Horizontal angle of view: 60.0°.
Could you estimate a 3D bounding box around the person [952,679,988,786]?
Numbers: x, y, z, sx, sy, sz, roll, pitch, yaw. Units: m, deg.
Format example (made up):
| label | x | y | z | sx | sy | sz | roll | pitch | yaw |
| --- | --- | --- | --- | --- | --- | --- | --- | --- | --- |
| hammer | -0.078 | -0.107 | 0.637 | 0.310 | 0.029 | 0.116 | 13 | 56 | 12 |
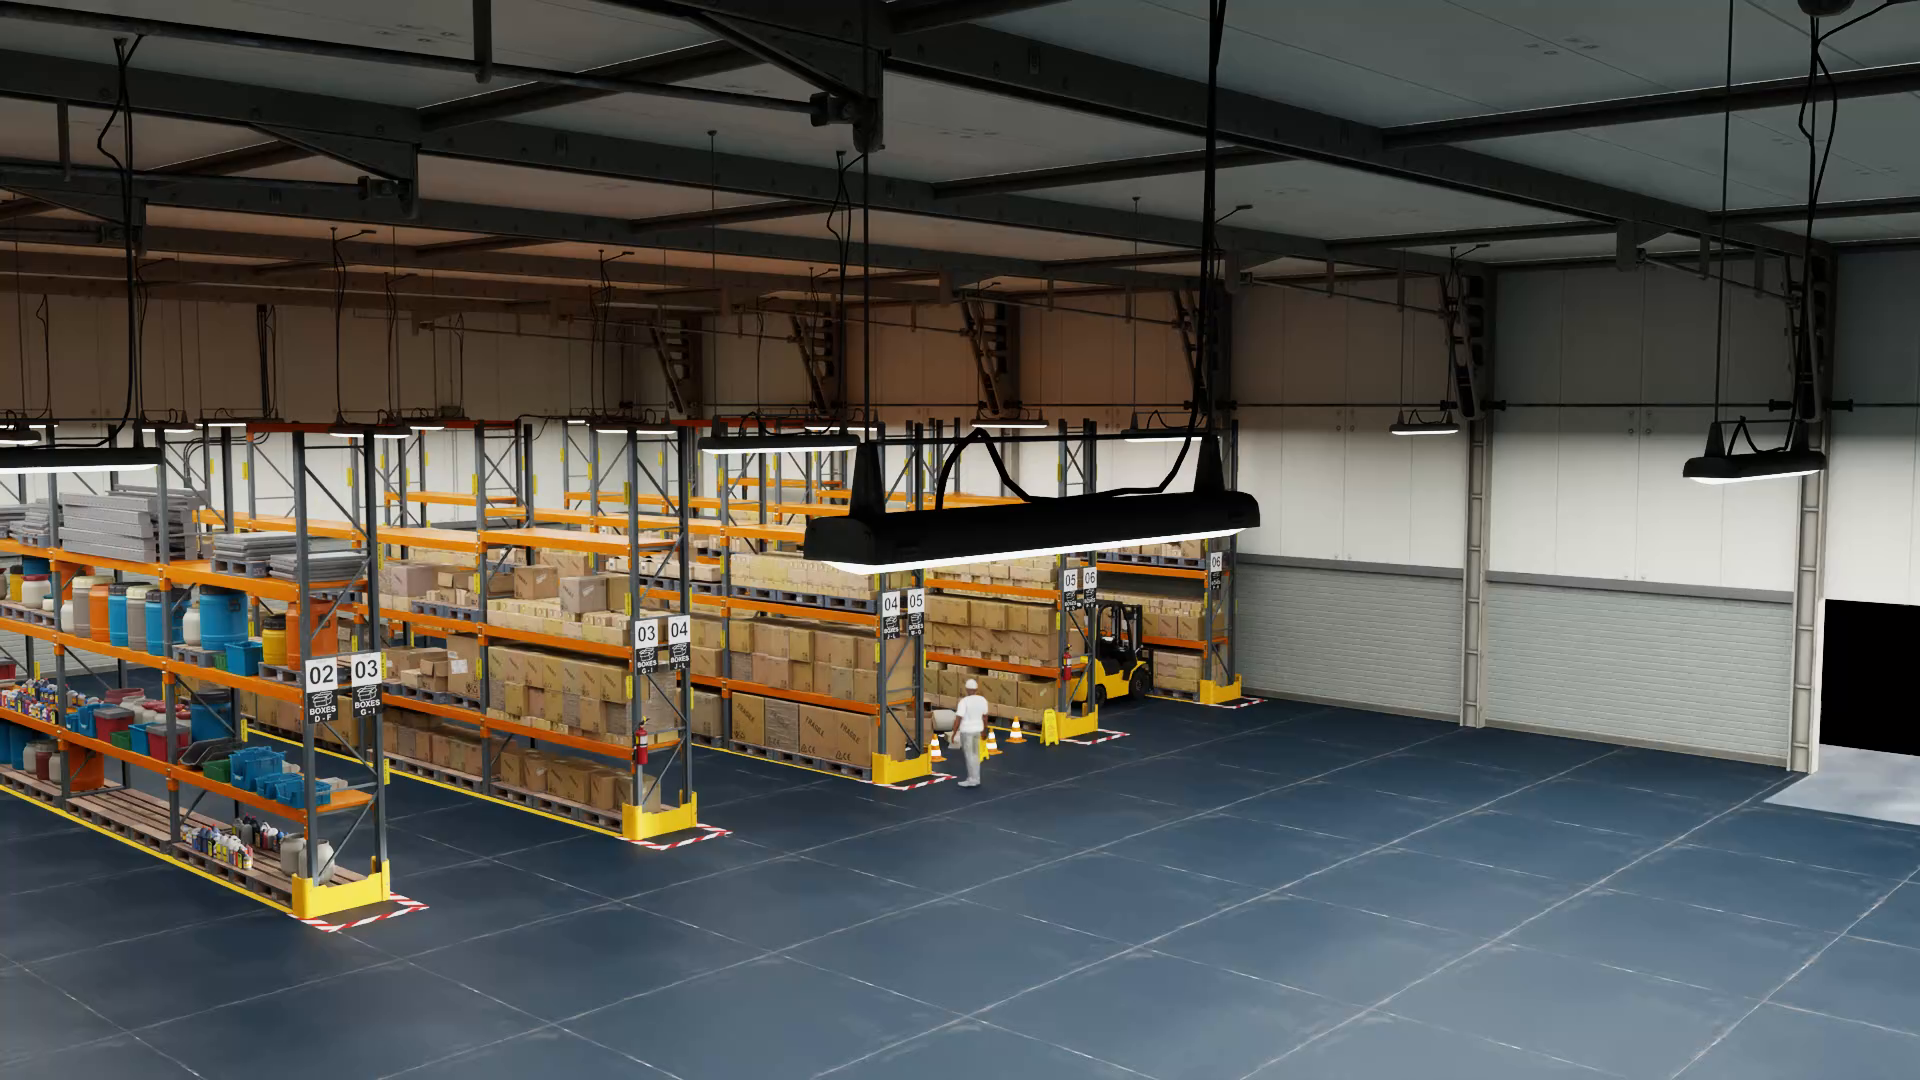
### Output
| label | x | y | z | sx | sy | sz | roll | pitch | yaw |
| --- | --- | --- | --- | --- | --- | --- | --- | --- | --- |
| person | 0.174 | 3.202 | 27.583 | 0.685 | 1.796 | 0.385 | -3 | 6 | -37 |
